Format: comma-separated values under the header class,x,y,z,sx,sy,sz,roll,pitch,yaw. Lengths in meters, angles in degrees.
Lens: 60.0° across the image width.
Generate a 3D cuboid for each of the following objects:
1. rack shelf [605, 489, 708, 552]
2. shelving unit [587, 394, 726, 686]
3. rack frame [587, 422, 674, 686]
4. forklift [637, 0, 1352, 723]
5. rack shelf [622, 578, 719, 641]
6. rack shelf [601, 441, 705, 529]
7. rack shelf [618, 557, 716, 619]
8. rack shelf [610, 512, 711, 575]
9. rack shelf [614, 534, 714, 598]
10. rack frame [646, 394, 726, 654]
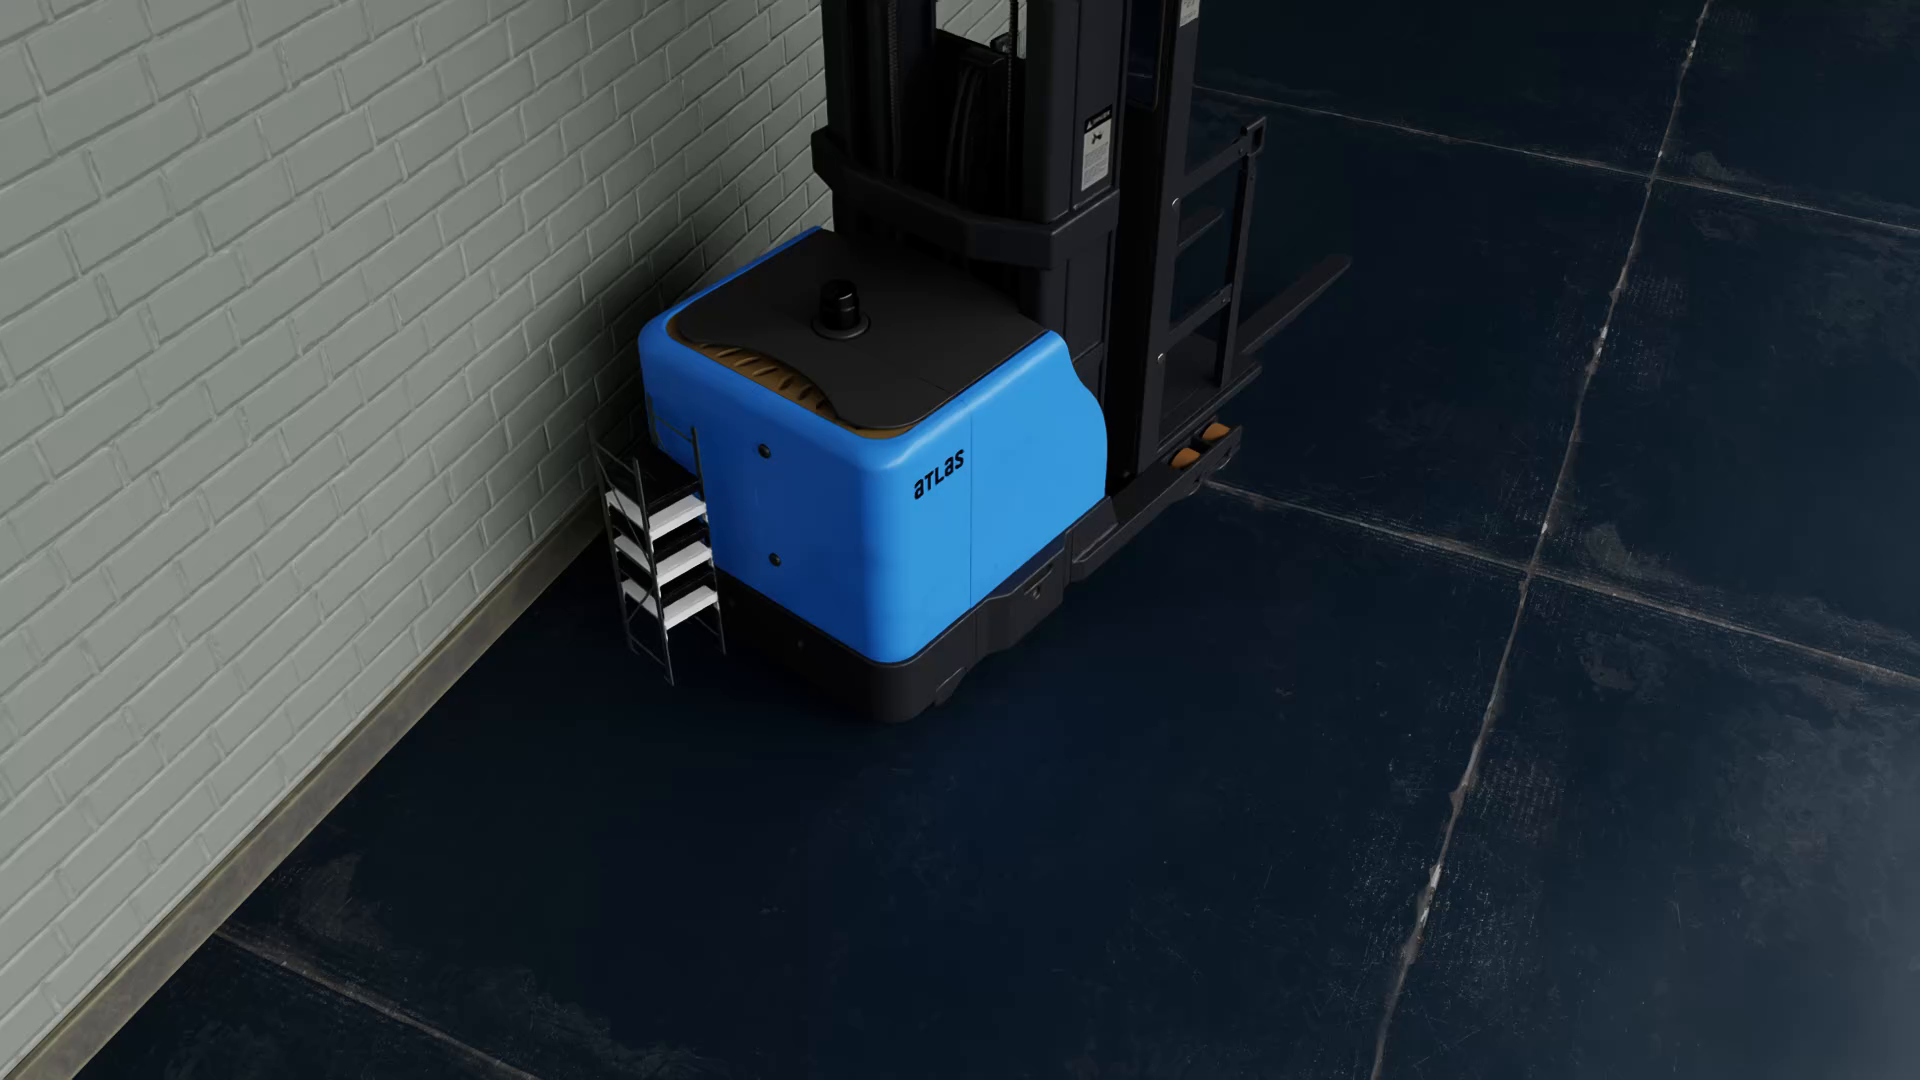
class,x,y,z,sx,sy,sz,roll,pitch,yaw
rack shelf,-0.909,-0.096,4.950,0.200,0.077,0.258,-32,50,-31
shelving unit,-0.909,0.015,5.046,0.210,0.900,0.258,-32,50,-31
rack frame,-0.983,0.061,4.993,0.006,0.900,0.240,-32,50,-31
forklift,0.367,-1.456,5.193,1.130,2.935,3.031,28,48,29
rack shelf,-0.909,0.176,5.186,0.200,0.077,0.258,-32,50,-31
rack shelf,-0.909,-0.164,4.891,0.200,0.077,0.258,-32,50,-31
rack shelf,-0.909,0.108,5.127,0.200,0.077,0.258,-32,50,-31
rack shelf,-0.909,-0.028,5.009,0.200,0.077,0.258,-32,50,-31
rack shelf,-0.909,0.040,5.068,0.200,0.077,0.258,-32,50,-31
rack frame,-0.836,-0.031,5.099,0.006,0.900,0.240,-32,50,-31
